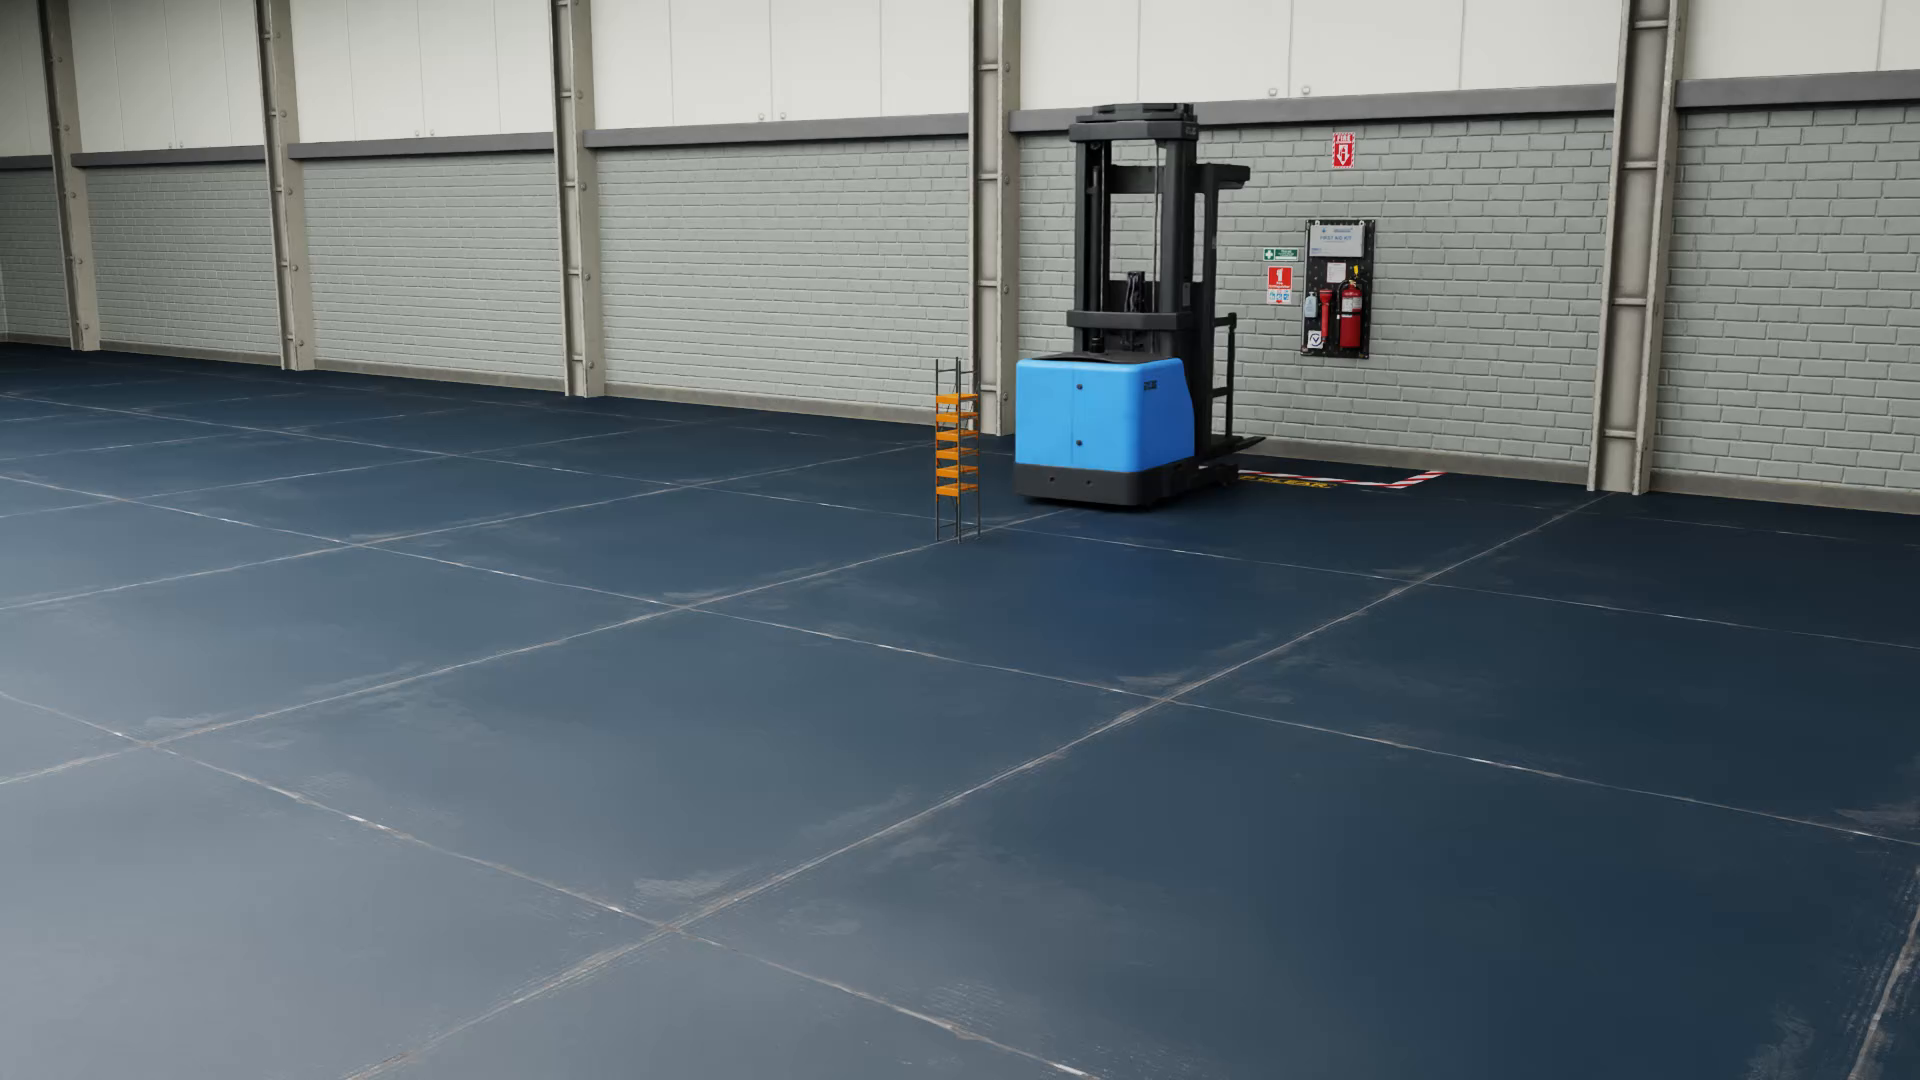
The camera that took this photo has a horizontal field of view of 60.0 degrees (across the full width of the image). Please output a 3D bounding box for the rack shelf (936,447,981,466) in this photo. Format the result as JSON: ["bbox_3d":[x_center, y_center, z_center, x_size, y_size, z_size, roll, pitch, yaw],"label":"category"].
[{"bbox_3d":[-0.012,-0.547,10.933,0.180,0.103,0.258,8,13,36],"label":"rack shelf"}]

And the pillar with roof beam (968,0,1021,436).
[{"bbox_3d":[-2.218,-4.824,12.276,0.400,9.000,9.100,8,13,36],"label":"pillar with roof beam"}]

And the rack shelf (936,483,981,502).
[{"bbox_3d":[-0.012,-0.311,10.978,0.180,0.103,0.258,8,13,36],"label":"rack shelf"}]

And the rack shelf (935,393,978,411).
[{"bbox_3d":[-0.012,-0.901,10.864,0.180,0.103,0.258,8,13,36],"label":"rack shelf"}]

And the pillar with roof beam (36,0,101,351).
[{"bbox_3d":[-16.726,-6.848,22.736,0.400,9.000,9.100,8,13,36],"label":"pillar with roof beam"}]

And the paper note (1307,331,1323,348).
[{"bbox_3d":[3.095,-1.745,14.473,0.142,0.148,0.016,8,13,36],"label":"paper note"}]

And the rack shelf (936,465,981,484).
[{"bbox_3d":[-0.012,-0.429,10.955,0.180,0.103,0.258,8,13,36],"label":"rack shelf"}]

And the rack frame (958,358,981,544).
[{"bbox_3d":[0.062,-0.580,10.871,0.006,1.200,0.240,8,13,36],"label":"rack frame"}]

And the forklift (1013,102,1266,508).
[{"bbox_3d":[1.594,-1.904,13.156,1.130,2.935,3.031,7,13,31],"label":"forklift"}]

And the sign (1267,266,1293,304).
[{"bbox_3d":[2.812,-2.243,14.631,0.234,0.329,0.001,8,13,36],"label":"sign"}]

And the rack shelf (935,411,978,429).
[{"bbox_3d":[-0.012,-0.783,10.887,0.180,0.103,0.258,8,13,36],"label":"rack shelf"}]

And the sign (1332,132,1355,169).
[{"bbox_3d":[3.249,-3.302,14.095,0.199,0.298,0.001,8,13,36],"label":"sign"}]

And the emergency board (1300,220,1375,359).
[{"bbox_3d":[3.197,-2.147,14.232,0.643,1.169,0.194,8,13,36],"label":"emergency board"}]

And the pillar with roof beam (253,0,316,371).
[{"bbox_3d":[-11.890,-6.174,19.249,0.400,9.000,9.100,8,13,36],"label":"pillar with roof beam"}]

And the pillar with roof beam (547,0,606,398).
[{"bbox_3d":[-7.054,-5.499,15.762,0.400,9.000,9.100,8,13,36],"label":"pillar with roof beam"}]

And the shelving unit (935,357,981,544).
[{"bbox_3d":[-0.012,-0.591,10.924,0.189,1.200,0.258,8,13,36],"label":"shelving unit"}]

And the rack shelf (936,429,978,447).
[{"bbox_3d":[-0.012,-0.665,10.910,0.180,0.103,0.258,8,13,36],"label":"rack shelf"}]

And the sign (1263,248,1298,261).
[{"bbox_3d":[2.811,-2.501,14.571,0.331,0.109,0.001,8,13,36],"label":"sign"}]

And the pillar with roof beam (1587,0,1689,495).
[{"bbox_3d":[2.618,-4.150,8.789,0.400,9.000,9.100,8,13,36],"label":"pillar with roof beam"}]

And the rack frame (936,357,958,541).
[{"bbox_3d":[-0.085,-0.601,10.977,0.006,1.200,0.240,8,13,36],"label":"rack frame"}]
